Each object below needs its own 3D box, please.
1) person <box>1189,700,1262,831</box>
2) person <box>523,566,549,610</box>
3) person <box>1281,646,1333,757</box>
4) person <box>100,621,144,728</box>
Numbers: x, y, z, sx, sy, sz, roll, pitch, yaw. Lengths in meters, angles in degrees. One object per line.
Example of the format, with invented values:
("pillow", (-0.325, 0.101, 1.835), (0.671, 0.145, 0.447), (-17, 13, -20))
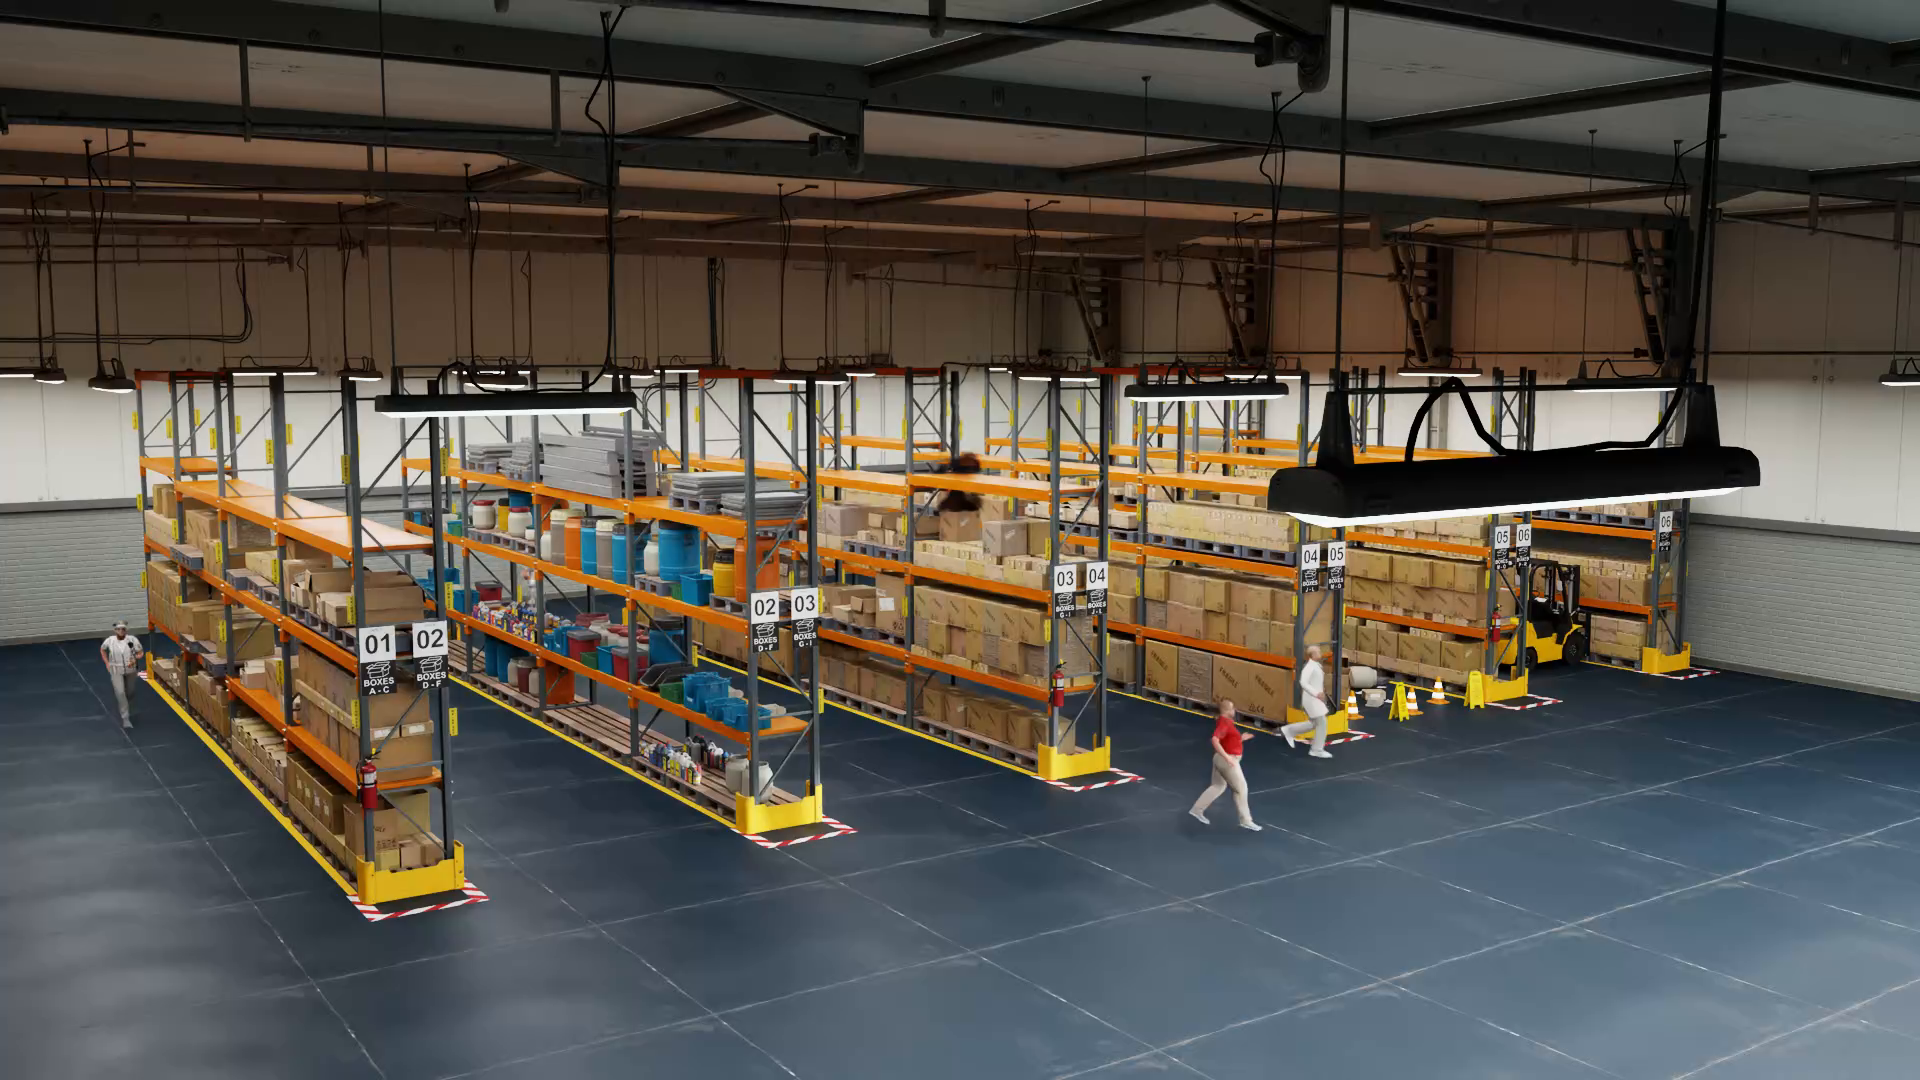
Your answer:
("person", (3.534, 2.976, 21.991), (0.939, 1.740, 0.654), (-1, 6, -7))
("person", (-9.913, 1.080, 38.666), (0.924, 1.796, 0.638), (-1, 7, -12))
("person", (5.483, 2.536, 26.207), (0.824, 1.765, 0.729), (2, 7, 16))
("person", (-14.341, 2.259, 28.527), (0.631, 1.806, 1.133), (-5, 8, -38))
